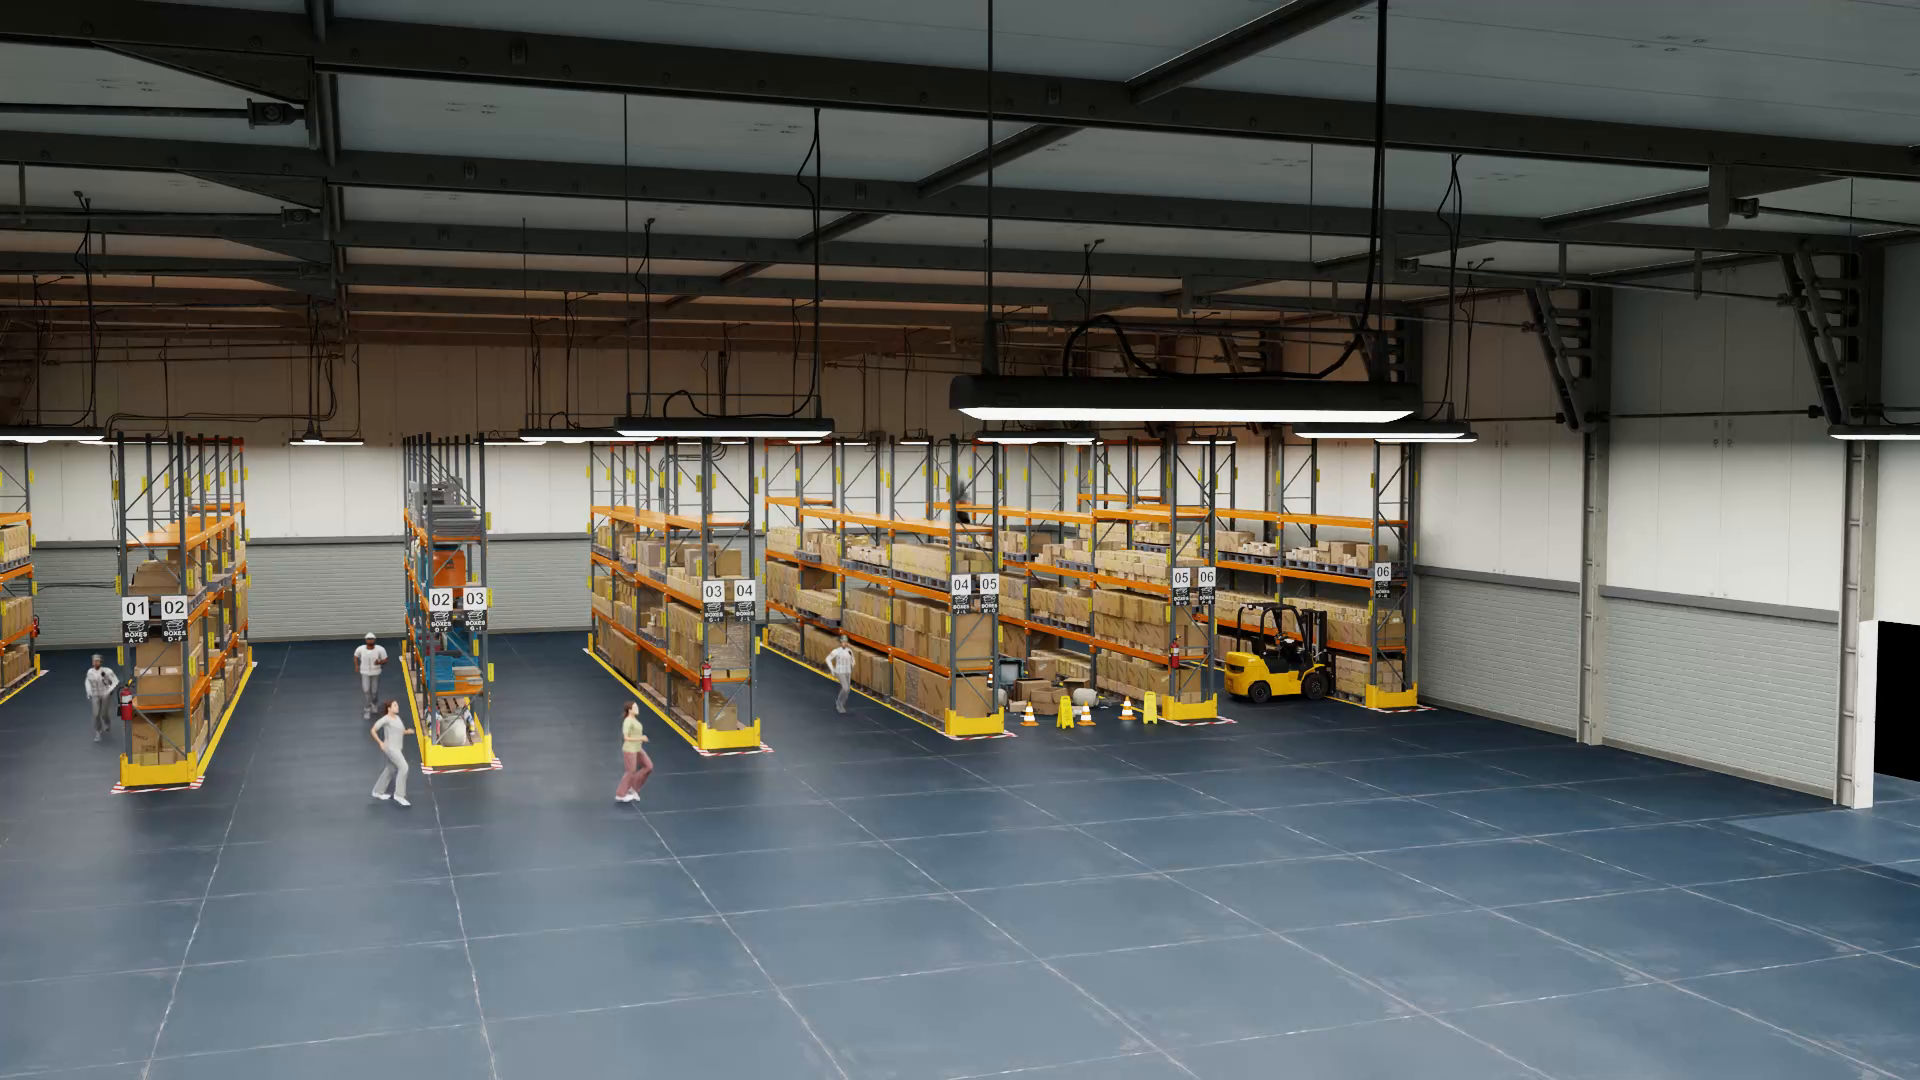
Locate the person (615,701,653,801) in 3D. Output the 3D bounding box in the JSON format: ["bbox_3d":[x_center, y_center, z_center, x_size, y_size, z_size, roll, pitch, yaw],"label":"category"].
[{"bbox_3d":[-5.261,3.406,26.795,0.635,1.653,0.554,0,3,9],"label":"person"}]

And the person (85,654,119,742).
[{"bbox_3d":[-16.883,3.082,32.741,0.628,1.720,0.704,-1,3,-10],"label":"person"}]

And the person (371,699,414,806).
[{"bbox_3d":[-9.117,3.407,26.689,0.750,1.728,0.537,0,3,4],"label":"person"}]

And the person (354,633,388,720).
[{"bbox_3d":[-12.523,2.863,35.355,0.687,1.792,0.827,-1,3,-18],"label":"person"}]

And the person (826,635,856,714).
[{"bbox_3d":[-2.499,2.892,35.805,0.582,1.690,0.658,-3,4,-39],"label":"person"}]
